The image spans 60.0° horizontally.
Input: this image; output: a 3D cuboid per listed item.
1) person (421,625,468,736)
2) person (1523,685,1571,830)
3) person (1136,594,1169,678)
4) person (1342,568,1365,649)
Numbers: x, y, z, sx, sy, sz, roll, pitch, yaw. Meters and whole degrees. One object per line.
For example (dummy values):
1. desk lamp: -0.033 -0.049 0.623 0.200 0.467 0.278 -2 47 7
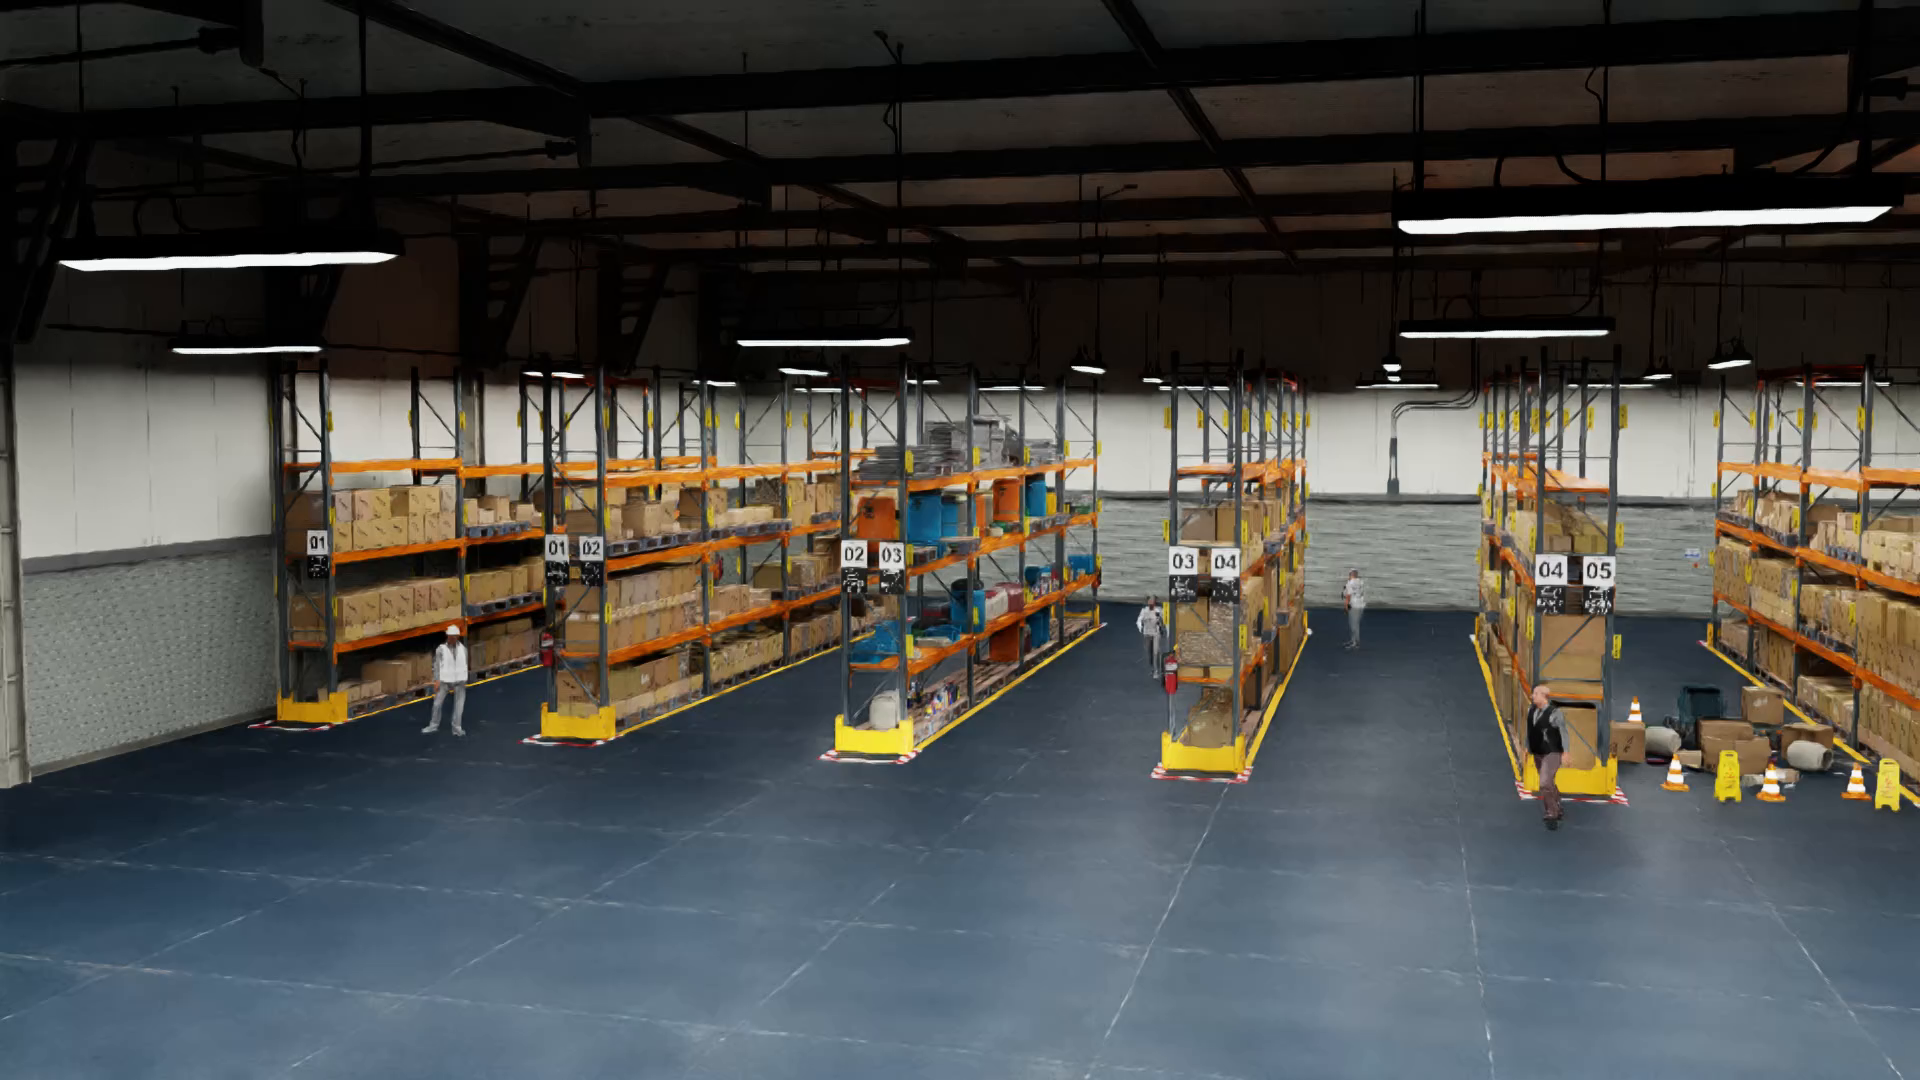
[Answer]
1. person: -8.183 2.229 26.409 0.728 1.759 0.512 -2 5 -28
2. person: 7.306 2.665 20.630 0.501 1.732 0.638 -2 4 -22
3. person: 3.780 1.854 32.575 0.636 1.616 0.814 2 4 20
4. person: 8.634 1.485 36.566 0.646 1.748 0.586 -4 6 -45
